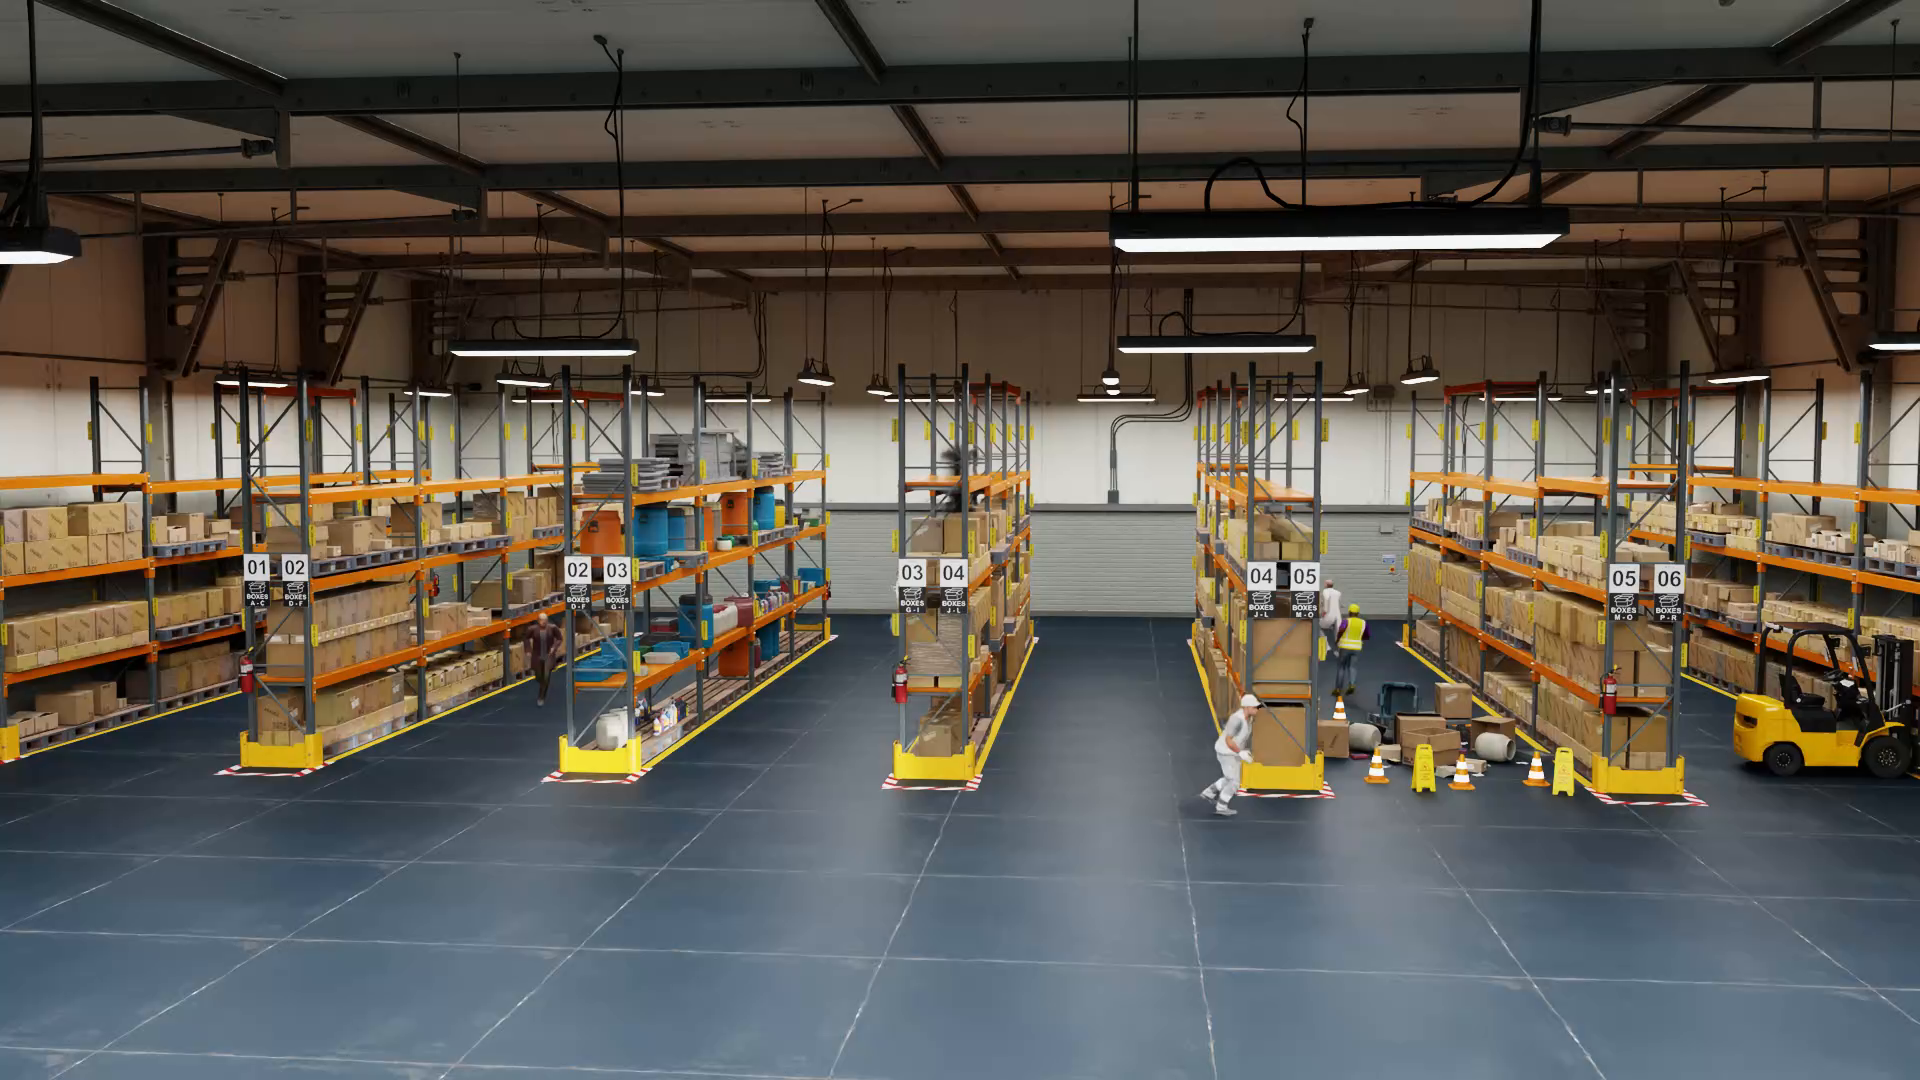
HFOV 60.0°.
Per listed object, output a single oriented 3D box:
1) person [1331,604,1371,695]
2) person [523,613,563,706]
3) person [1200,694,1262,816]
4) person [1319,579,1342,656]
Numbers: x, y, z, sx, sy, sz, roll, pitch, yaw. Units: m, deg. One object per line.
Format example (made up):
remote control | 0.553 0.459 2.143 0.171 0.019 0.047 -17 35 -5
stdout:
person | 7.461 2.095 31.572 0.697 1.762 0.946 0 4 -3
person | -7.734 2.190 30.860 0.712 1.719 0.805 -1 4 -15
person | 3.522 2.791 21.695 0.910 1.633 0.637 2 4 31
person | 8.335 1.749 37.247 0.625 1.726 1.012 -1 4 -21
